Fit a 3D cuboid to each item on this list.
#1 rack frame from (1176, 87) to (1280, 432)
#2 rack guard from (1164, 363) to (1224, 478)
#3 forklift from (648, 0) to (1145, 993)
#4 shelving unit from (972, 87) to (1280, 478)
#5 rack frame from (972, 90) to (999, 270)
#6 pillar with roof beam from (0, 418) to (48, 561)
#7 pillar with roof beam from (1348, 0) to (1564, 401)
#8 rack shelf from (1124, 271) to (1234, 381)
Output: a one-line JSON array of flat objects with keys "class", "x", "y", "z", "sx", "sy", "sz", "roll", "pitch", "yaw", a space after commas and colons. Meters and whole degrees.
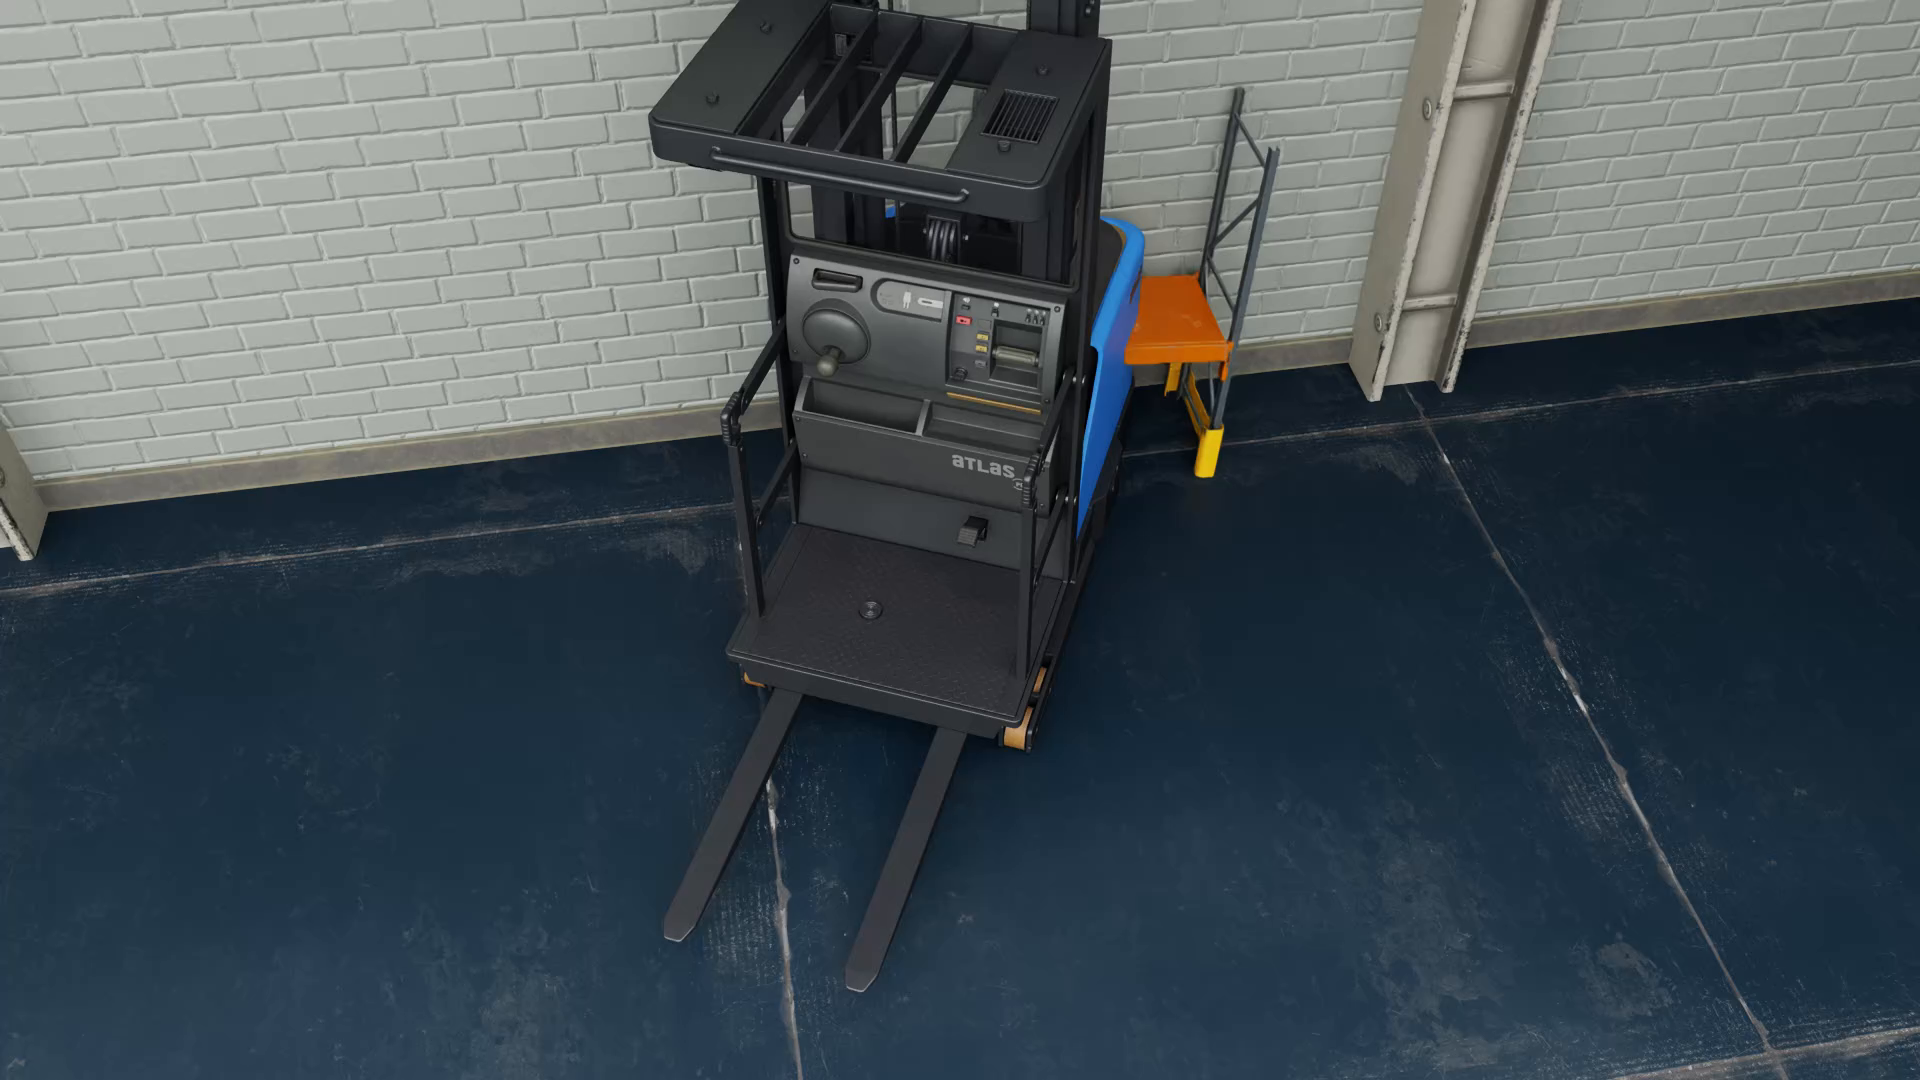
[{"class": "rack frame", "x": 1.057, "y": -1.016, "z": 6.701, "sx": 0.032, "sy": 1.500, "sz": 0.500, "roll": -3, "pitch": 43, "yaw": -9}, {"class": "rack guard", "x": 0.996, "y": -0.552, "z": 7.115, "sx": 0.087, "sy": 0.250, "sz": 0.587, "roll": -3, "pitch": 43, "yaw": -9}, {"class": "forklift", "x": -0.180, "y": -0.586, "z": 5.279, "sx": 1.130, "sy": 2.935, "sz": 3.031, "roll": 12, "pitch": 47, "yaw": 11}, {"class": "shelving unit", "x": 0.547, "y": -0.988, "z": 6.619, "sx": 1.083, "sy": 1.500, "sz": 0.587, "roll": -3, "pitch": 43, "yaw": -9}, {"class": "rack frame", "x": 0.055, "y": -0.961, "z": 6.539, "sx": 0.032, "sy": 1.500, "sz": 0.500, "roll": -3, "pitch": 43, "yaw": -9}, {"class": "pillar with roof beam", "x": -3.205, "y": -0.076, "z": 0.574, "sx": 0.400, "sy": 9.000, "sz": 9.100, "roll": -7, "pitch": 46, "yaw": -7}, {"class": "pillar with roof beam", "x": 2.708, "y": -0.813, "z": 1.284, "sx": 0.400, "sy": 9.000, "sz": 9.100, "roll": -7, "pitch": 46, "yaw": -7}, {"class": "rack shelf", "x": 0.544, "y": -0.855, "z": 6.740, "sx": 1.000, "sy": 0.185, "sz": 0.538, "roll": -3, "pitch": 43, "yaw": -9}]
